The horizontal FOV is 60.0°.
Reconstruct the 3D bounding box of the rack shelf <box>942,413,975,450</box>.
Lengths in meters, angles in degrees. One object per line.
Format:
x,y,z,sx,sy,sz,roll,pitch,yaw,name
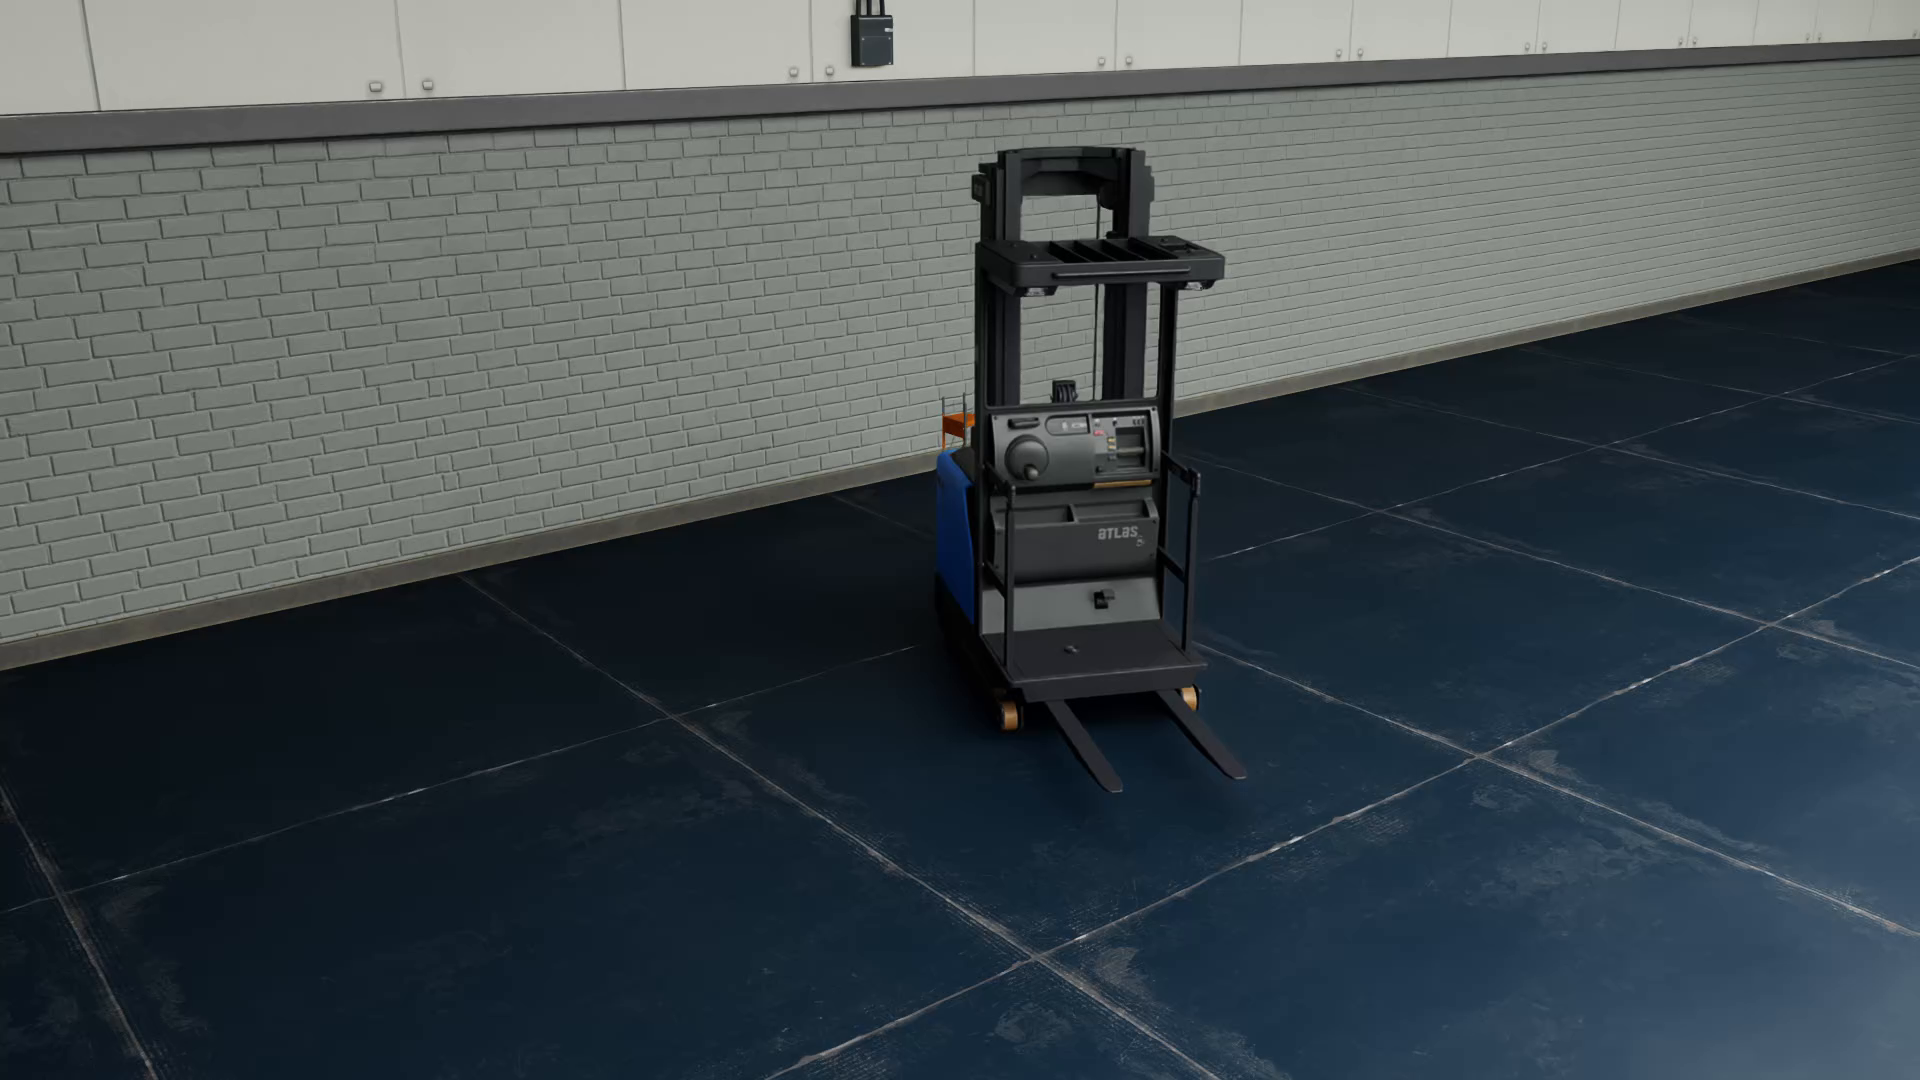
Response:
0.033,-0.745,11.572,0.215,0.259,0.240,-14,23,-36,rack shelf

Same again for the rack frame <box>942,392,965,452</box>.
-0.043,-0.515,11.748,0.200,1.050,0.008,-14,23,-36,rack frame

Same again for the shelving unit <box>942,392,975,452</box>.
0.033,-0.485,11.658,0.215,1.050,0.252,-14,23,-36,shelving unit

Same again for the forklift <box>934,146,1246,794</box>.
0.675,-0.506,8.727,1.130,2.935,3.031,-4,19,-12,forklift

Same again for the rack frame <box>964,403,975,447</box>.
0.109,-0.455,11.567,0.200,1.050,0.008,-14,23,-36,rack frame

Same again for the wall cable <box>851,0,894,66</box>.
0.153,-6.530,11.859,2.305,6.003,0.169,-14,23,-36,wall cable
